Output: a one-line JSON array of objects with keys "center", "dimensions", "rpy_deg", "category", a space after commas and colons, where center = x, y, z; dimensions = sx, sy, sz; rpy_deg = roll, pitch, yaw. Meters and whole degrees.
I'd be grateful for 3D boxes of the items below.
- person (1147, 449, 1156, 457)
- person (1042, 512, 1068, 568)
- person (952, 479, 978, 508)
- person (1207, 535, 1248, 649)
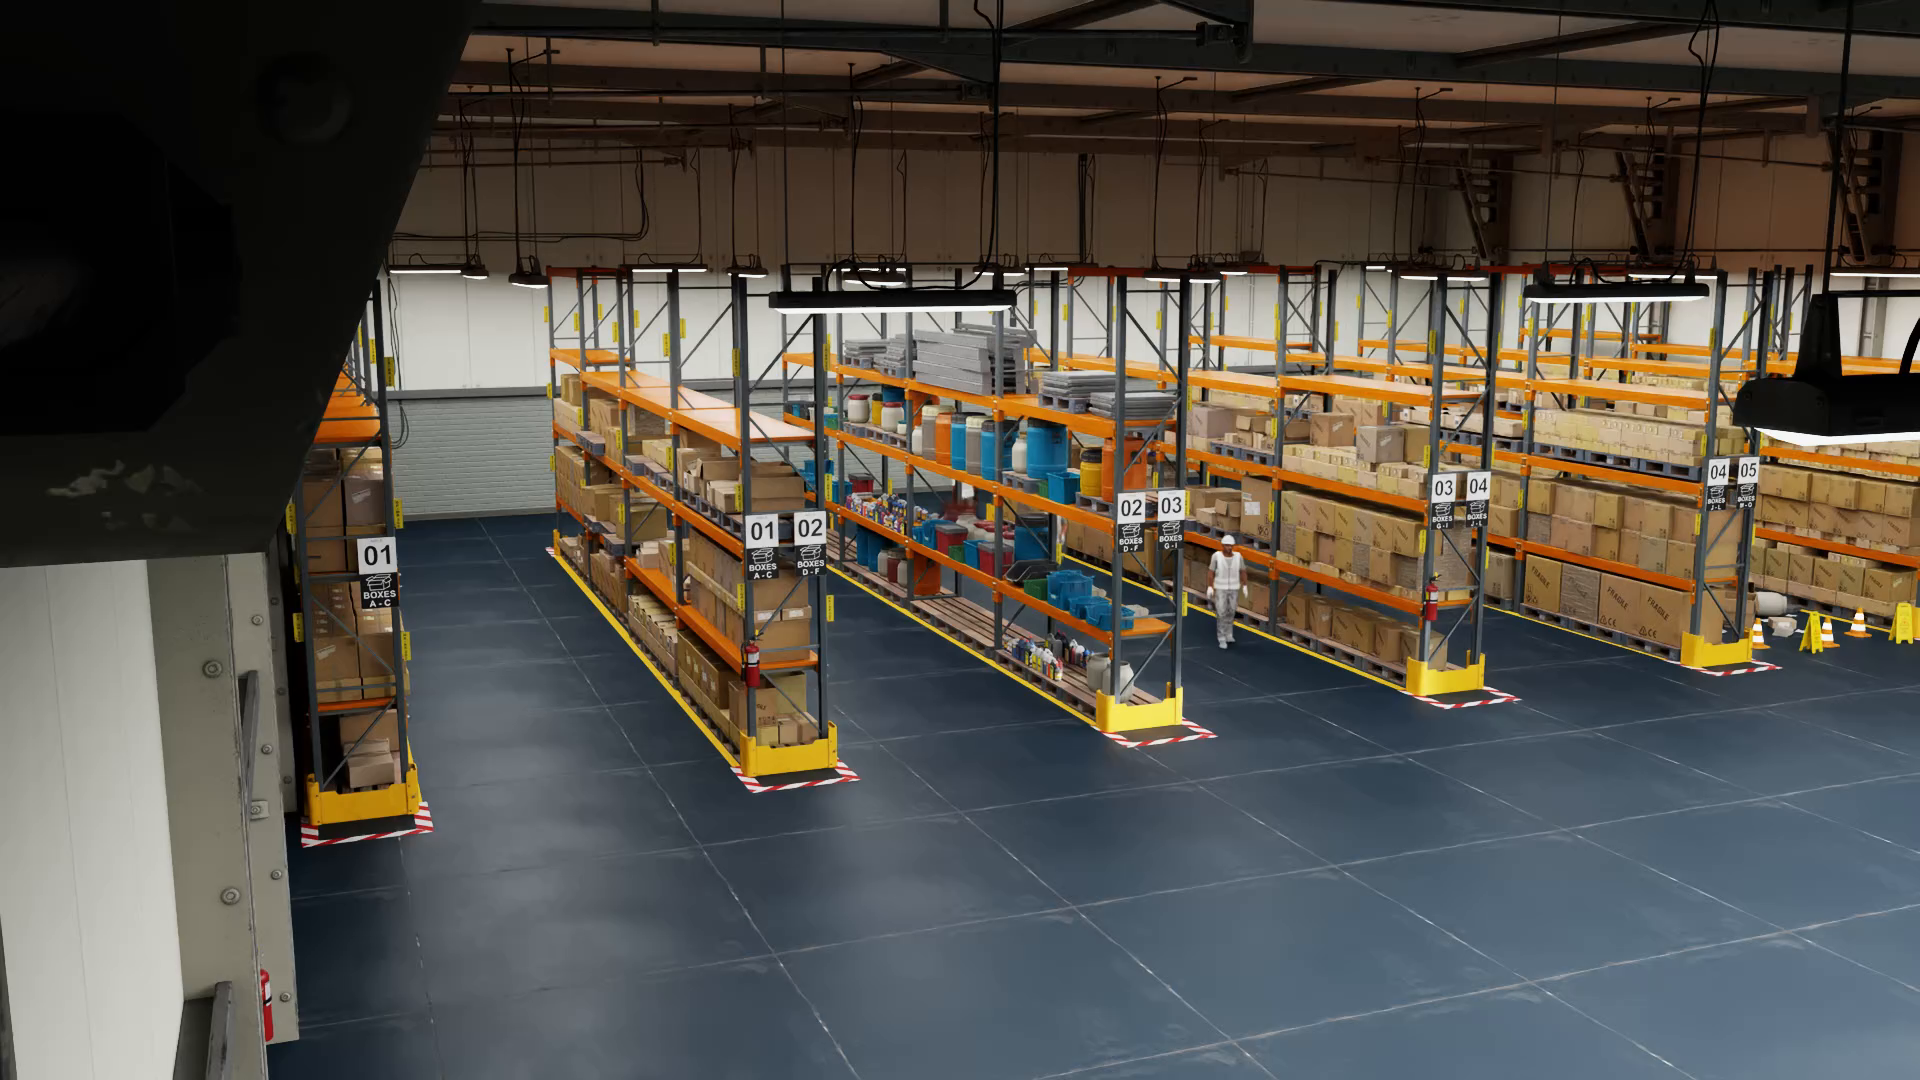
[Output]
[{"center": [4.755, -1.585, 40.926], "dimensions": [0.460, 1.636, 0.557], "rpy_deg": [8, 13, 39], "category": "person"}, {"center": [1.724, 0.050, 31.548], "dimensions": [0.695, 1.681, 0.661], "rpy_deg": [-3, 10, -14], "category": "person"}, {"center": [0.110, -0.927, 36.894], "dimensions": [0.606, 1.766, 0.510], "rpy_deg": [-2, 10, -14], "category": "person"}, {"center": [4.321, 0.829, 26.855], "dimensions": [0.630, 1.832, 0.559], "rpy_deg": [-1, 10, -4], "category": "person"}]
